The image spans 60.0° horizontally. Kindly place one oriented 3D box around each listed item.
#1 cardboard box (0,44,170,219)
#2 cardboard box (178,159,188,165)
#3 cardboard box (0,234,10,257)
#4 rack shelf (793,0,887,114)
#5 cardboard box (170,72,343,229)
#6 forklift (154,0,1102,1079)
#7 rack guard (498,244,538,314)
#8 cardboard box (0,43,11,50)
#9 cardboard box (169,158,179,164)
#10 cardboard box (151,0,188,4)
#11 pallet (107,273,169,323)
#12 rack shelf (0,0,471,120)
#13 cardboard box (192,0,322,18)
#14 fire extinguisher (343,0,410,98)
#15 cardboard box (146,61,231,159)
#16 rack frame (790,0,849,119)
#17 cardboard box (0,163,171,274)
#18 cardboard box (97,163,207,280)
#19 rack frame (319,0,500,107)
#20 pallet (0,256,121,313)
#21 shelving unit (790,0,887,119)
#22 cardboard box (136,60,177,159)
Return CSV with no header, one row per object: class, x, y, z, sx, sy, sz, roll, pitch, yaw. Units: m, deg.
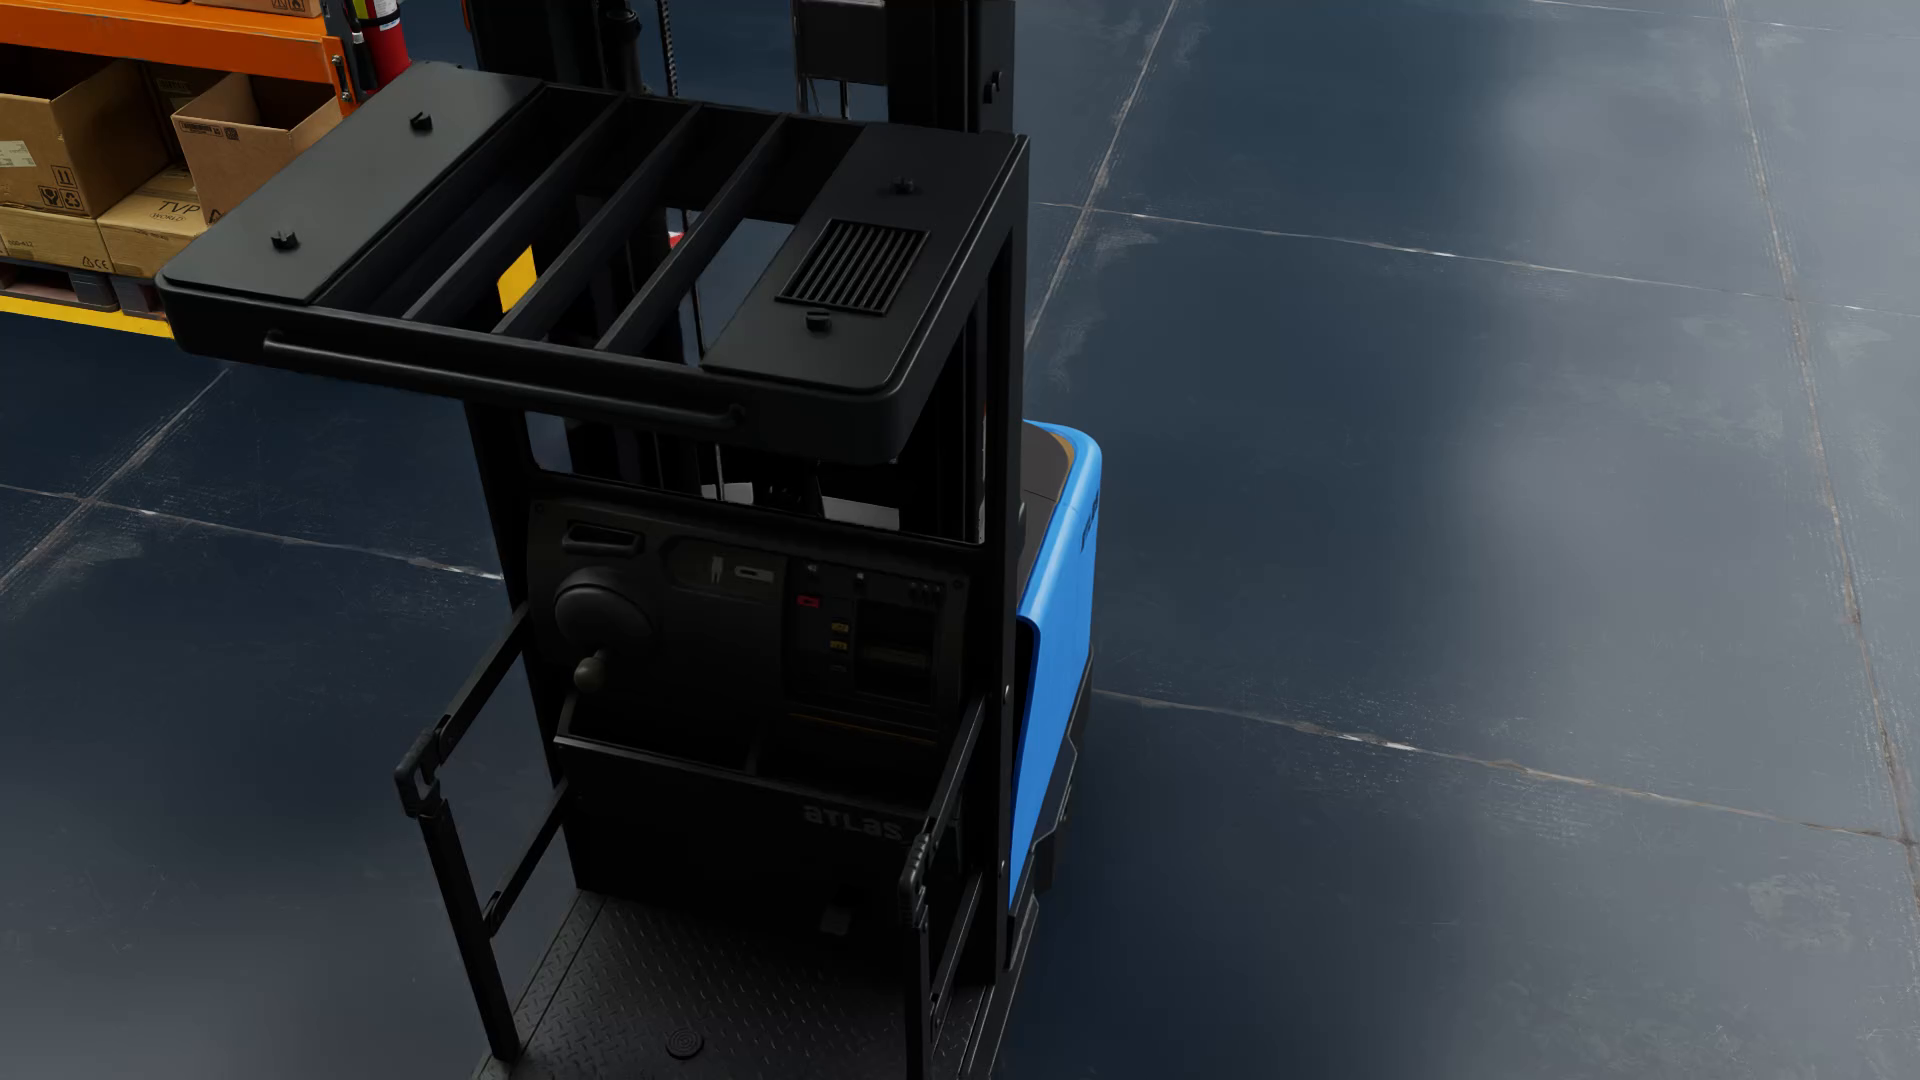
cardboard box,-3.577,-1.644,6.603,0.500,0.500,0.500,10,41,11
cardboard box,-2.957,-1.603,7.138,0.500,0.250,0.500,10,41,11
cardboard box,-4.059,-1.443,6.947,0.500,0.250,0.500,10,41,11
rack shelf,-0.160,-1.357,4.666,0.480,0.518,0.431,10,41,11
cardboard box,-2.607,-1.486,6.416,0.500,0.500,0.500,10,41,11
forklift,-0.491,0.239,3.187,1.130,2.935,3.031,10,41,12
rack guard,-1.989,-1.226,6.821,0.348,0.500,1.175,10,41,11
cardboard box,-4.060,-1.728,6.703,0.500,0.500,0.500,10,41,11
cardboard box,-3.440,-1.687,7.237,0.500,0.250,0.500,10,41,11
cardboard box,-2.969,-2.395,6.192,0.500,0.500,0.700,11,41,13
pallet,-2.762,-1.220,7.039,1.213,0.211,1.003,10,41,11
rack shelf,-3.944,-2.244,6.649,4.000,0.370,1.077,10,41,11
cardboard box,-2.460,-2.311,6.092,0.500,0.500,0.700,10,41,11
fire extinguisher,-2.018,-1.849,5.680,0.183,0.674,0.296,10,41,11
cardboard box,-2.956,-1.891,6.898,0.500,0.500,0.500,10,41,11
rack frame,-0.396,-0.872,5.156,0.015,2.100,0.400,10,41,11
cardboard box,-3.576,-1.358,6.846,0.500,0.250,0.500,10,41,11
cardboard box,-3.093,-1.276,6.749,0.500,0.250,0.500,10,41,11
rack frame,-2.012,-2.187,6.022,0.127,3.000,1.000,10,41,11
pallet,-3.937,-1.425,7.282,1.213,0.211,1.003,10,41,11
shelving unit,-0.160,-0.832,5.107,0.503,2.100,0.431,10,41,11
cardboard box,-3.443,-1.967,6.988,0.500,0.500,0.500,10,41,11
